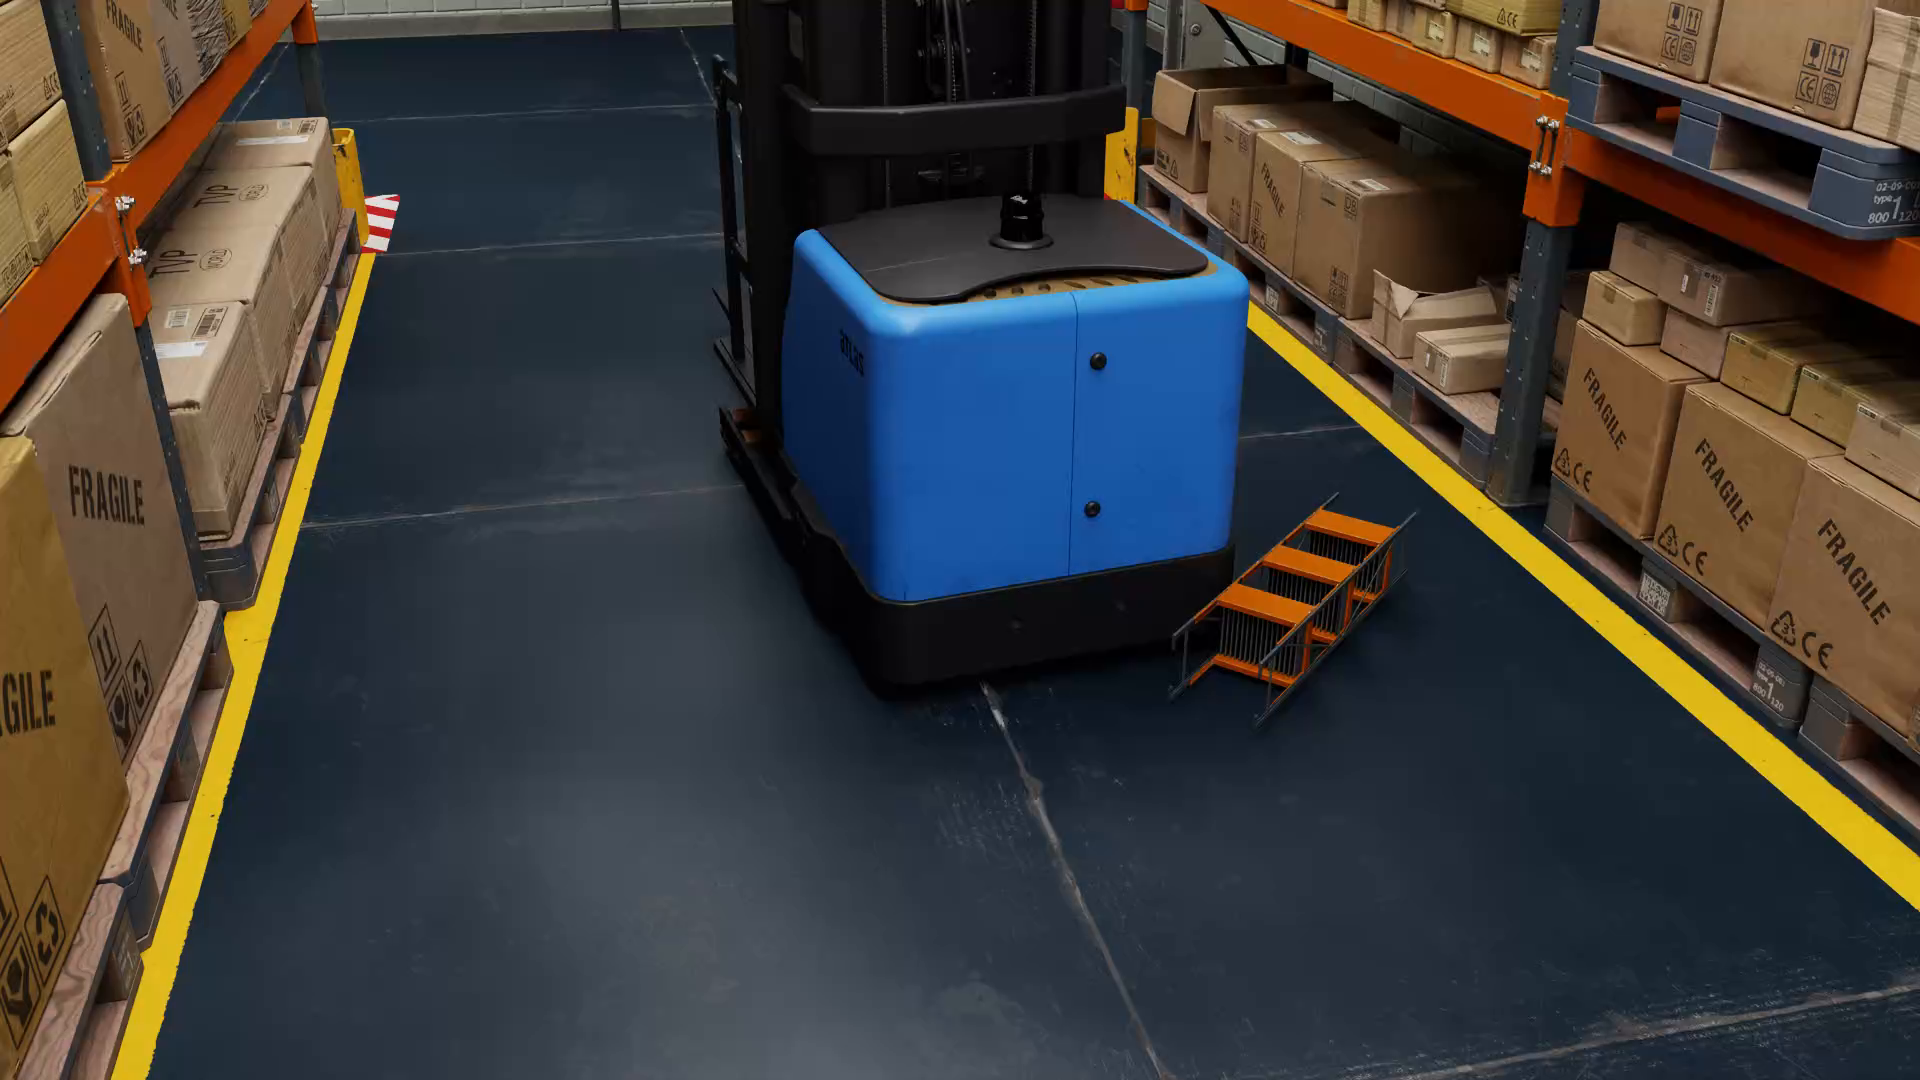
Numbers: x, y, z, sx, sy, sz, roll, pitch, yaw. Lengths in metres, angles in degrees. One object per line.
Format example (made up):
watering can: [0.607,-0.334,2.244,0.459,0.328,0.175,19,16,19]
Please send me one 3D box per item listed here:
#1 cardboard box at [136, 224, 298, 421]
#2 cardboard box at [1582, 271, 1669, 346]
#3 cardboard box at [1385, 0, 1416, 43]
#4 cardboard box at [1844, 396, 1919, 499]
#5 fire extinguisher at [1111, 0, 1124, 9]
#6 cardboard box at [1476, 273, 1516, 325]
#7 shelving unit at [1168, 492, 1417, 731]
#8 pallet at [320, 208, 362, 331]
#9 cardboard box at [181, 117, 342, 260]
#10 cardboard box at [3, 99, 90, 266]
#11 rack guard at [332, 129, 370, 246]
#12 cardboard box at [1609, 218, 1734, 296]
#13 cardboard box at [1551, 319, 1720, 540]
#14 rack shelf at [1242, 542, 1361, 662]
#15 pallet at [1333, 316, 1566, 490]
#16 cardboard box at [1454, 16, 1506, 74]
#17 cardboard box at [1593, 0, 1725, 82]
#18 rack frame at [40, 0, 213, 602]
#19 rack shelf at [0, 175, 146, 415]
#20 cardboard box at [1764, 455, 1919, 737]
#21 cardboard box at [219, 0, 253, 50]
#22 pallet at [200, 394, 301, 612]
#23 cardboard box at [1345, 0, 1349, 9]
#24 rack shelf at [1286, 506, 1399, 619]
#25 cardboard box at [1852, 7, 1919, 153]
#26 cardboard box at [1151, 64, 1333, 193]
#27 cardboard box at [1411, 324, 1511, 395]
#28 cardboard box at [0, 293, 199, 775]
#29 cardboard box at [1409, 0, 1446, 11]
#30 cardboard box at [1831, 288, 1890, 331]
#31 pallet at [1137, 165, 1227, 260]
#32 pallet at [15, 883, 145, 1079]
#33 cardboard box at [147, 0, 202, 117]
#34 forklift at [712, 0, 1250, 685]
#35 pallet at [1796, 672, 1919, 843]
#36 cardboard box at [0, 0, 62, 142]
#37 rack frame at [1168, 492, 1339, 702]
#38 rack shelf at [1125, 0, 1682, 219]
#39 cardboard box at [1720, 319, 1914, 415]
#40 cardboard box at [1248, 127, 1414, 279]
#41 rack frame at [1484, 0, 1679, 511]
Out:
cardboard box: [-2.825,-0.731,5.746,0.875,0.438,0.875,-7,28,-13]
cardboard box: [2.071,-0.690,4.876,0.380,0.149,0.250,-5,27,-9]
cardboard box: [1.737,-1.857,5.879,0.380,0.149,0.250,-5,27,-10]
cardboard box: [2.373,-0.232,3.969,0.380,0.149,0.250,-6,27,-12]
fire extinguisher: [0.864,-3.086,8.534,0.296,0.674,0.183,-6,27,-12]
cardboard box: [2.233,-0.932,6.466,0.380,0.149,0.250,-6,27,-12]
shelving unit: [0.948,0.171,4.640,0.252,0.215,1.050,17,32,31]
pallet: [-3.231,-1.175,7.345,1.003,0.211,1.213,-6,27,-12]
cardboard box: [-3.241,-1.528,7.325,0.875,0.438,0.875,-7,28,-13]
cardboard box: [-2.239,-0.769,3.611,0.500,0.250,0.500,-7,28,-13]
rack guard: [-3.493,-1.658,7.980,1.175,0.500,0.348,-6,27,-12]
cardboard box: [2.130,-0.829,4.821,0.380,0.149,0.250,-6,27,-12]
cardboard box: [2.139,-0.349,4.922,0.500,0.500,0.500,-5,27,-9]
rack shelf: [0.942,0.174,4.632,0.240,0.215,0.259,17,32,31]
pallet: [2.096,-0.570,6.145,1.003,0.211,1.213,-6,27,-12]
cardboard box: [1.852,-1.627,5.424,0.380,0.149,0.250,-5,27,-10]
cardboard box: [2.140,-1.510,4.336,0.700,0.500,0.500,-5,27,-10]
rack frame: [-2.586,-1.007,3.917,1.000,3.000,0.127,-6,27,-12]
rack shelf: [-2.135,0.192,2.340,1.077,0.370,4.000,-6,27,-12]
cardboard box: [2.377,0.103,4.025,0.500,0.500,0.500,-7,28,-13]
cardboard box: [-2.768,-1.951,5.676,0.500,0.500,0.500,-5,27,-10]
pallet: [-2.681,-0.104,5.223,1.003,0.211,1.213,-6,27,-12]
cardboard box: [1.703,-2.091,6.342,0.380,0.149,0.250,-6,27,-11]
rack shelf: [1.104,0.069,4.840,0.240,0.215,0.259,17,32,31]
cardboard box: [2.189,-0.992,3.569,0.396,0.266,0.258,-5,27,-9]
cardboard box: [1.393,-2.064,8.315,0.797,0.503,0.637,-7,28,-14]
cardboard box: [1.838,-0.643,5.892,0.380,0.149,0.250,-7,28,-13]
cardboard box: [-2.368,0.018,3.778,0.875,0.875,0.875,-5,27,-10]
cardboard box: [1.770,-1.996,5.712,0.500,0.250,0.500,-6,27,-11]
cardboard box: [2.678,-0.627,4.751,0.380,0.149,0.250,-6,27,-12]
pallet: [1.546,-1.641,8.267,1.003,0.211,1.213,-6,27,-12]
pallet: [-2.060,1.105,2.826,1.003,0.211,1.213,-6,27,-12]
cardboard box: [-2.546,-1.506,4.794,0.500,0.500,0.500,-6,27,-11]
forklift: [-0.204,-1.575,5.118,1.130,2.935,3.031,-9,28,-17]
pallet: [2.748,0.622,3.784,1.003,0.211,1.213,-6,27,-12]
cardboard box: [-2.250,-0.995,3.504,0.500,0.250,0.500,-6,27,-12]
rack frame: [0.848,0.139,4.702,0.008,0.200,1.050,17,32,31]
rack shelf: [1.799,-2.070,6.821,1.077,0.370,4.000,-6,27,-12]
cardboard box: [2.278,-0.465,4.430,0.380,0.149,0.250,-7,28,-14]
cardboard box: [1.570,-1.441,7.084,0.500,0.500,0.500,-5,27,-11]
rack frame: [2.249,-1.513,4.919,1.000,3.000,0.127,-6,27,-12]
